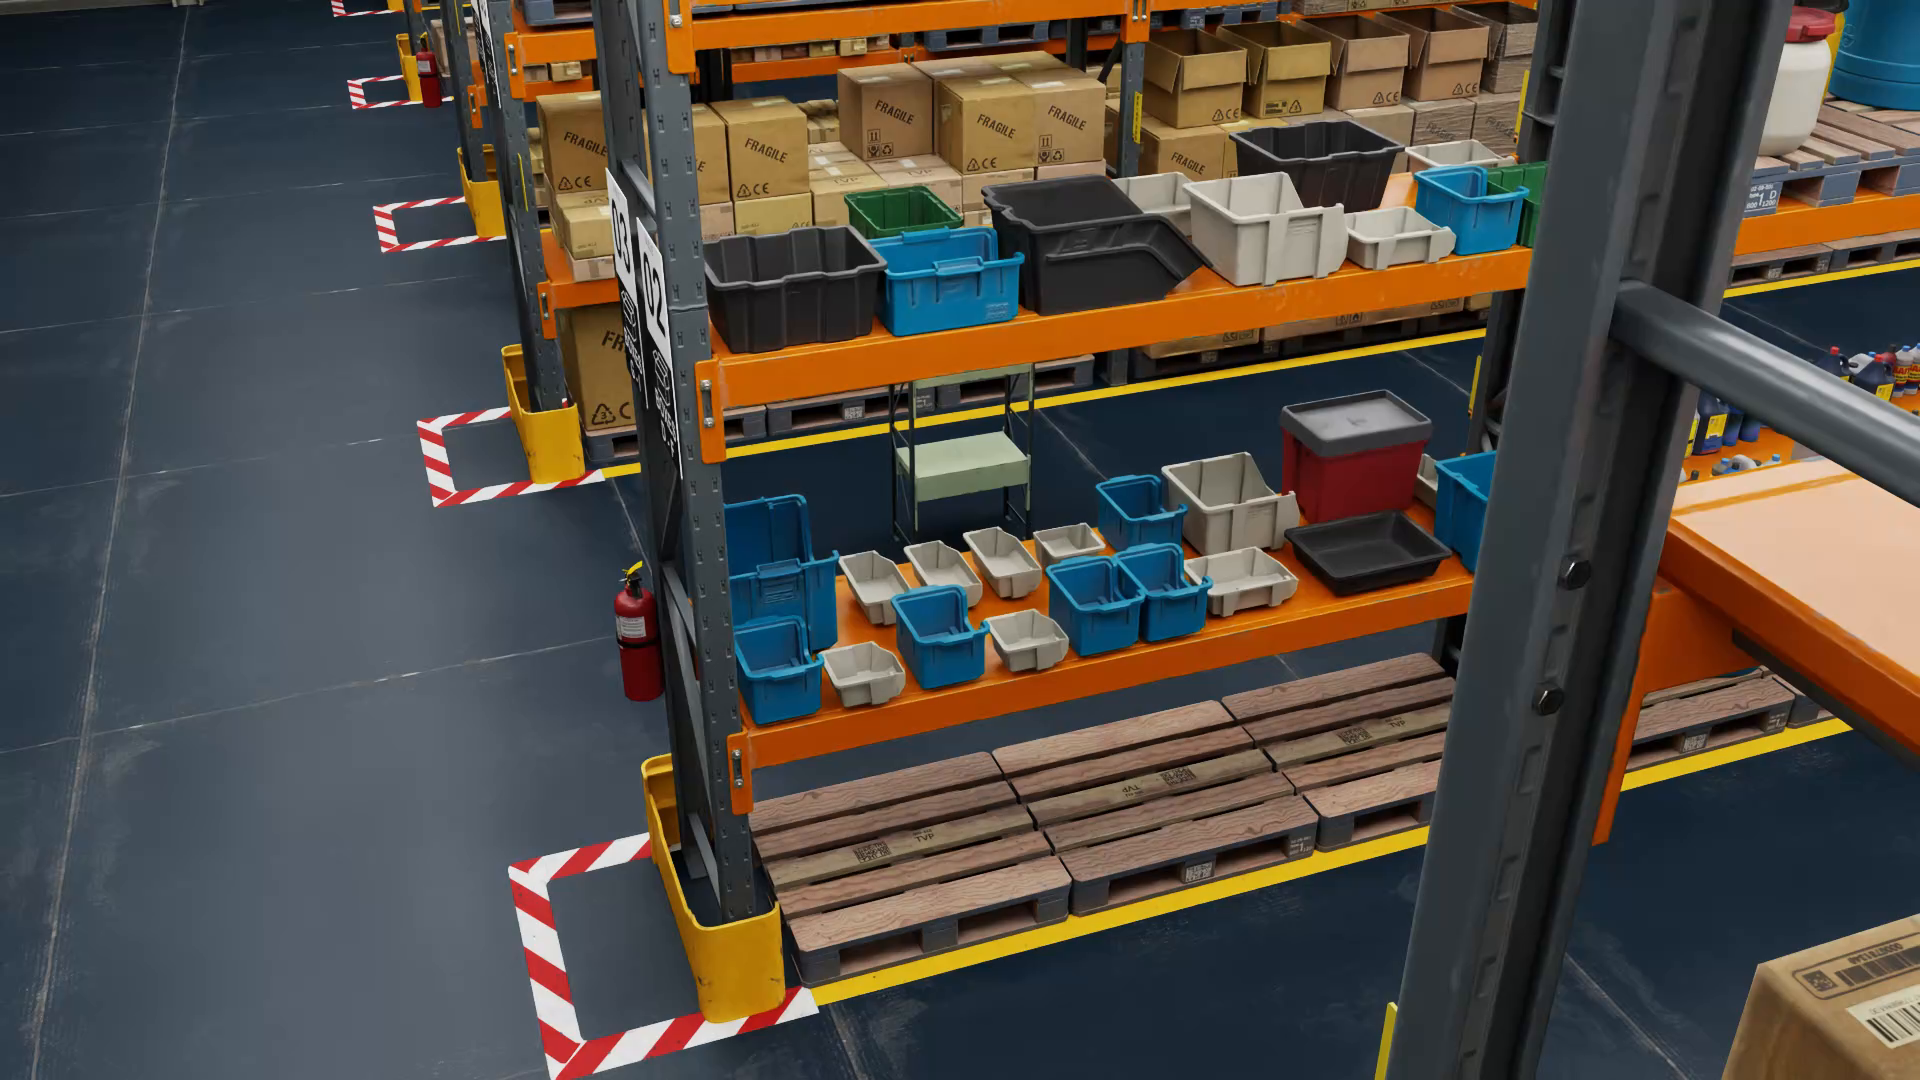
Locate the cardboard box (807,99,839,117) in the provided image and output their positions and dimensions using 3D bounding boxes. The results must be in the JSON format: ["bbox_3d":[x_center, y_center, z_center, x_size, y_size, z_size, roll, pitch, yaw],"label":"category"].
[{"bbox_3d":[-1.328,-4.186,16.272,0.250,0.149,0.380,-9,31,-15],"label":"cardboard box"}]

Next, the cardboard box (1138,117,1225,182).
[{"bbox_3d":[1.499,-2.655,11.630,0.500,0.500,0.500,-10,31,-17],"label":"cardboard box"}]

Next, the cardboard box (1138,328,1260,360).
[{"bbox_3d":[1.573,-2.027,12.351,0.875,0.875,1.225,-10,31,-17],"label":"cardboard box"}]

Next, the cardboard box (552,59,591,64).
[{"bbox_3d":[-3.394,-4.503,14.572,0.500,0.500,0.500,-10,31,-18],"label":"cardboard box"}]

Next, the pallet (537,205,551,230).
[{"bbox_3d":[-3.558,-3.202,15.507,1.213,0.211,1.003,-10,31,-18],"label":"pallet"}]

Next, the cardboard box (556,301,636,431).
[{"bbox_3d":[-2.197,-1.365,11.188,0.875,0.875,0.875,-10,31,-18],"label":"cardboard box"}]

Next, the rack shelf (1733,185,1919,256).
[{"bbox_3d":[4.582,-1.686,7.727,4.000,0.370,1.077,-10,31,-18],"label":"rack shelf"}]

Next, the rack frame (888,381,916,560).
[{"bbox_3d":[-0.337,-0.590,9.620,0.023,1.500,0.400,-10,31,-18],"label":"rack frame"}]

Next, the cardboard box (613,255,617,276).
[{"bbox_3d":[-2.081,-1.802,10.487,0.250,0.149,0.380,-11,31,-18],"label":"cardboard box"}]

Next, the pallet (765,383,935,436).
[{"bbox_3d":[-0.905,-1.129,11.870,1.213,0.211,1.003,-10,31,-18],"label":"pallet"}]

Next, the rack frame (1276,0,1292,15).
[{"bbox_3d":[3.094,-5.657,17.001,0.127,3.000,1.000,-10,31,-18],"label":"rack frame"}]

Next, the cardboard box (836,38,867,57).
[{"bbox_3d":[-1.044,-4.605,15.407,0.250,0.149,0.380,-11,32,-19],"label":"cardboard box"}]

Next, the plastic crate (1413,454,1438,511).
[{"bbox_3d":[2.221,-0.248,7.711,0.243,0.136,0.396,-10,31,-18],"label":"plastic crate"}]

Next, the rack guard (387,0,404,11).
[{"bbox_3d":[-7.887,-7.785,23.260,0.348,0.500,1.175,-10,31,-18],"label":"rack guard"}]

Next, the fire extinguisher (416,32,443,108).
[{"bbox_3d":[-4.800,-4.252,14.988,0.183,0.674,0.296,-10,31,-18],"label":"fire extinguisher"}]

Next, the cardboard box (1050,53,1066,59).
[{"bbox_3d":[0.932,-4.815,16.866,0.500,0.250,0.500,-12,32,-20],"label":"cardboard box"}]

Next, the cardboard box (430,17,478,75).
[{"bbox_3d":[-5.640,-5.785,19.389,0.875,0.438,0.875,-12,32,-19],"label":"cardboard box"}]

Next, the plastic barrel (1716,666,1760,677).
[{"bbox_3d":[3.887,0.171,8.466,0.708,0.901,0.600,-10,31,-18],"label":"plastic barrel"}]

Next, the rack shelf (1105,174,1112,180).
[{"bbox_3d":[2.855,-2.681,12.503,4.000,0.370,1.077,-10,31,-18],"label":"rack shelf"}]

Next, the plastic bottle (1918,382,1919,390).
[{"bbox_3d":[5.147,-0.944,8.845,0.133,0.283,0.061,-10,31,-18],"label":"plastic bottle"}]

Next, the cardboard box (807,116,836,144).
[{"bbox_3d":[-1.354,-3.878,15.732,0.250,0.149,0.380,-11,31,-18],"label":"cardboard box"}]

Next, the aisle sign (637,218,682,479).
[{"bbox_3d":[-1.005,-0.639,5.566,0.004,0.787,0.394,-10,31,-18],"label":"aisle sign"}]

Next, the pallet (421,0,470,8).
[{"bbox_3d":[-7.140,-7.797,23.574,1.213,0.211,1.003,-10,31,-18],"label":"pallet"}]

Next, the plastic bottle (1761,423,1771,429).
[{"bbox_3d":[4.123,-0.728,8.473,0.135,0.276,0.152,-10,31,-18],"label":"plastic bottle"}]

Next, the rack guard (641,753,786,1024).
[{"bbox_3d":[-1.060,1.436,7.074,0.348,0.500,1.175,-10,31,-18],"label":"rack guard"}]

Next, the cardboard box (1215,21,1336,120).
[{"bbox_3d":[2.223,-3.355,11.845,0.637,0.503,0.797,-10,31,-17],"label":"cardboard box"}]

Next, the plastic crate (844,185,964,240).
[{"bbox_3d":[-0.217,-1.174,6.315,0.336,0.188,0.450,-10,31,-18],"label":"plastic crate"}]

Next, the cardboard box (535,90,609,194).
[{"bbox_3d":[-2.404,-2.554,10.646,0.500,0.500,0.500,-10,31,-17],"label":"cardboard box"}]

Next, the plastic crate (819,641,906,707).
[{"bbox_3d":[-0.366,0.522,6.360,0.298,0.136,0.250,-10,31,-18],"label":"plastic crate"}]

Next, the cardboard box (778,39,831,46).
[{"bbox_3d":[-1.496,-4.836,15.157,0.500,0.500,0.500,-11,32,-19],"label":"cardboard box"}]

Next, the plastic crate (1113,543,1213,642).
[{"bbox_3d":[0.820,0.218,6.797,0.300,0.233,0.416,-10,31,-18],"label":"plastic crate"}]

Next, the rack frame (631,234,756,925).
[{"bbox_3d":[-1.042,0.340,6.474,0.127,3.000,1.000,-10,31,-18],"label":"rack frame"}]

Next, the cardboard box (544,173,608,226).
[{"bbox_3d":[-2.407,-2.229,10.833,0.500,0.250,0.500,-11,31,-18],"label":"cardboard box"}]

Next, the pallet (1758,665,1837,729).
[{"bbox_3d":[4.590,0.535,8.948,1.213,0.211,1.003,-10,31,-18],"label":"pallet"}]

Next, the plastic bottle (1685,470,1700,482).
[{"bbox_3d":[3.325,-0.188,7.518,0.133,0.283,0.061,-10,31,-18],"label":"plastic bottle"}]

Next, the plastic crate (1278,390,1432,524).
[{"bbox_3d":[1.783,-0.367,7.588,0.583,0.464,0.402,-10,31,-18],"label":"plastic crate"}]

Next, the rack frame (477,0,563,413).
[{"bbox_3d":[-2.769,-1.958,10.507,0.127,3.000,1.000,-10,31,-18],"label":"rack frame"}]

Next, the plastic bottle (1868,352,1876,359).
[{"bbox_3d":[4.737,-0.854,8.699,0.097,0.271,0.097,0,30,0],"label":"plastic bottle"}]

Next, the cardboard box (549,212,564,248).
[{"bbox_3d":[-2.550,-2.063,10.945,0.250,0.149,0.380,-10,31,-17],"label":"cardboard box"}]

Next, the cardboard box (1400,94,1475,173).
[{"bbox_3d":[3.398,-3.008,12.248,0.500,0.500,0.500,-11,32,-19],"label":"cardboard box"}]

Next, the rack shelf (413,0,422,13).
[{"bbox_3d":[-4.350,-6.588,19.361,4.000,0.370,1.077,-10,31,-18],"label":"rack shelf"}]

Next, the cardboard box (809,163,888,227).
[{"bbox_3d":[-0.780,-2.250,10.871,0.500,0.250,0.500,-11,31,-19],"label":"cardboard box"}]

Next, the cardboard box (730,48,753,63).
[{"bbox_3d":[-2.067,-4.473,15.176,0.250,0.149,0.380,-11,31,-18],"label":"cardboard box"}]

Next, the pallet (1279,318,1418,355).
[{"bbox_3d":[2.823,-1.817,13.077,1.213,0.211,1.003,-10,31,-18],"label":"pallet"}]

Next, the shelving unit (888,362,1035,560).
[{"bbox_3d":[0.006,-0.653,9.731,0.755,1.500,0.431,-10,31,-18],"label":"shelving unit"}]

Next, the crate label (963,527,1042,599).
[{"bbox_3d":[0.189,0.101,7.099,0.243,0.136,0.396,-10,31,-18],"label":"crate label"}]

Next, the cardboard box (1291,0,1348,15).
[{"bbox_3d":[3.609,-5.653,16.892,0.500,0.500,0.500,-10,31,-17],"label":"cardboard box"}]

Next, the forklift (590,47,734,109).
[{"bbox_3d":[-2.409,-3.588,13.437,1.130,2.935,3.031,-7,30,-13],"label":"forklift"}]

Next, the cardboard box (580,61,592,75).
[{"bbox_3d":[-3.295,-4.264,14.809,0.250,0.149,0.380,-9,31,-15],"label":"cardboard box"}]

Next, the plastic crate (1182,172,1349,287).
[{"bbox_3d":[1.143,-1.151,6.181,0.530,0.282,0.437,-10,31,-18],"label":"plastic crate"}]

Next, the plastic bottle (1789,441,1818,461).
[{"bbox_3d":[4.089,-0.430,7.951,0.135,0.276,0.152,-10,31,-18],"label":"plastic bottle"}]

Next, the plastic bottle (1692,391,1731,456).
[{"bbox_3d":[3.678,-0.605,8.181,0.185,0.351,0.144,-10,31,-18],"label":"plastic bottle"}]

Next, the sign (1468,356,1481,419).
[{"bbox_3d":[2.517,-0.726,8.065,0.005,0.325,0.100,-10,31,-18],"label":"sign"}]

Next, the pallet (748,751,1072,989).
[{"bbox_3d":[-0.255,1.427,7.382,1.213,0.211,1.003,-10,31,-18],"label":"pallet"}]

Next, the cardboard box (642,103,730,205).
[{"bbox_3d":[-1.756,-2.392,10.362,0.500,0.500,0.500,-11,32,-19],"label":"cardboard box"}]
